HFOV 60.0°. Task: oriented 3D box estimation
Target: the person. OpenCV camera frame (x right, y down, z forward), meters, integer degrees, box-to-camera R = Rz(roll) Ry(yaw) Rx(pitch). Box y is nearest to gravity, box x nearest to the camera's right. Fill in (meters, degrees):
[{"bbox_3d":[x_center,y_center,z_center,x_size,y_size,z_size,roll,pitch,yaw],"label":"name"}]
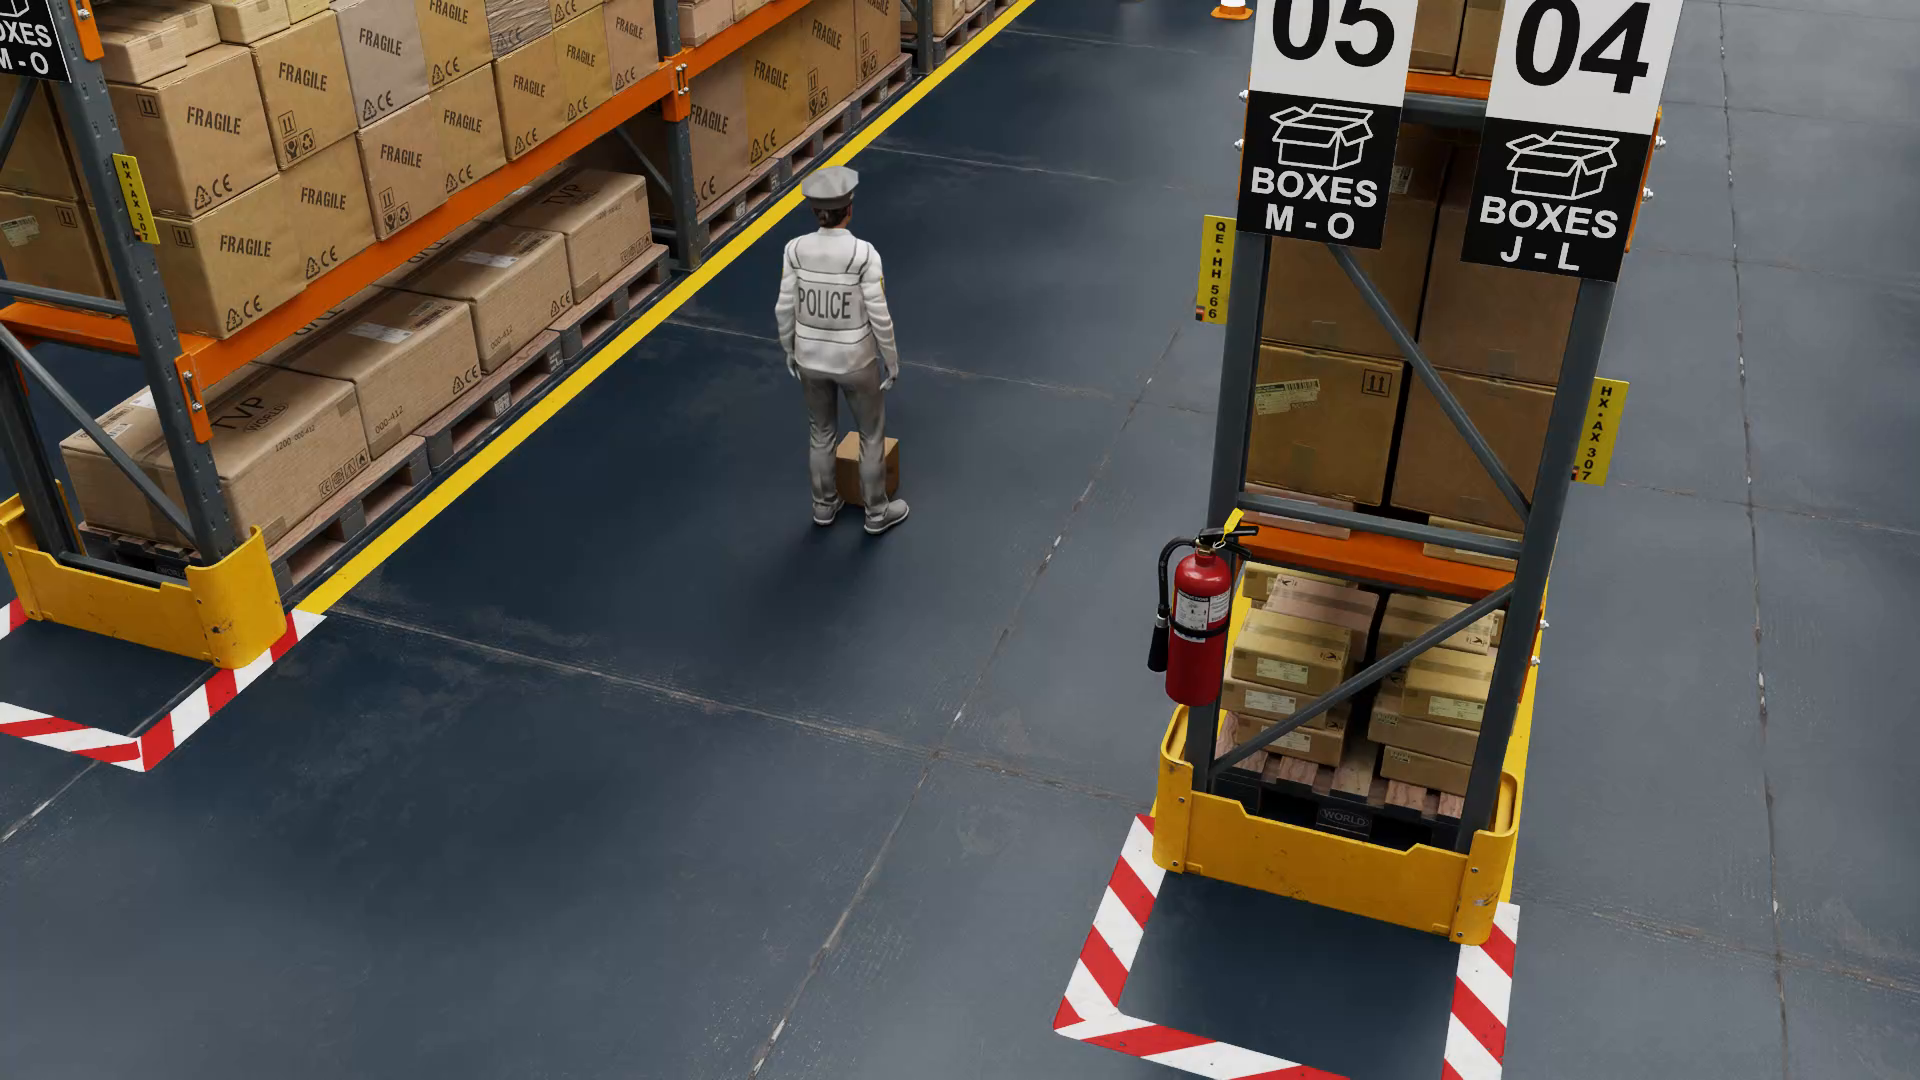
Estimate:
[{"bbox_3d":[-0.533,-0.800,7.344,0.547,1.667,0.369,9,35,14],"label":"person"}]
